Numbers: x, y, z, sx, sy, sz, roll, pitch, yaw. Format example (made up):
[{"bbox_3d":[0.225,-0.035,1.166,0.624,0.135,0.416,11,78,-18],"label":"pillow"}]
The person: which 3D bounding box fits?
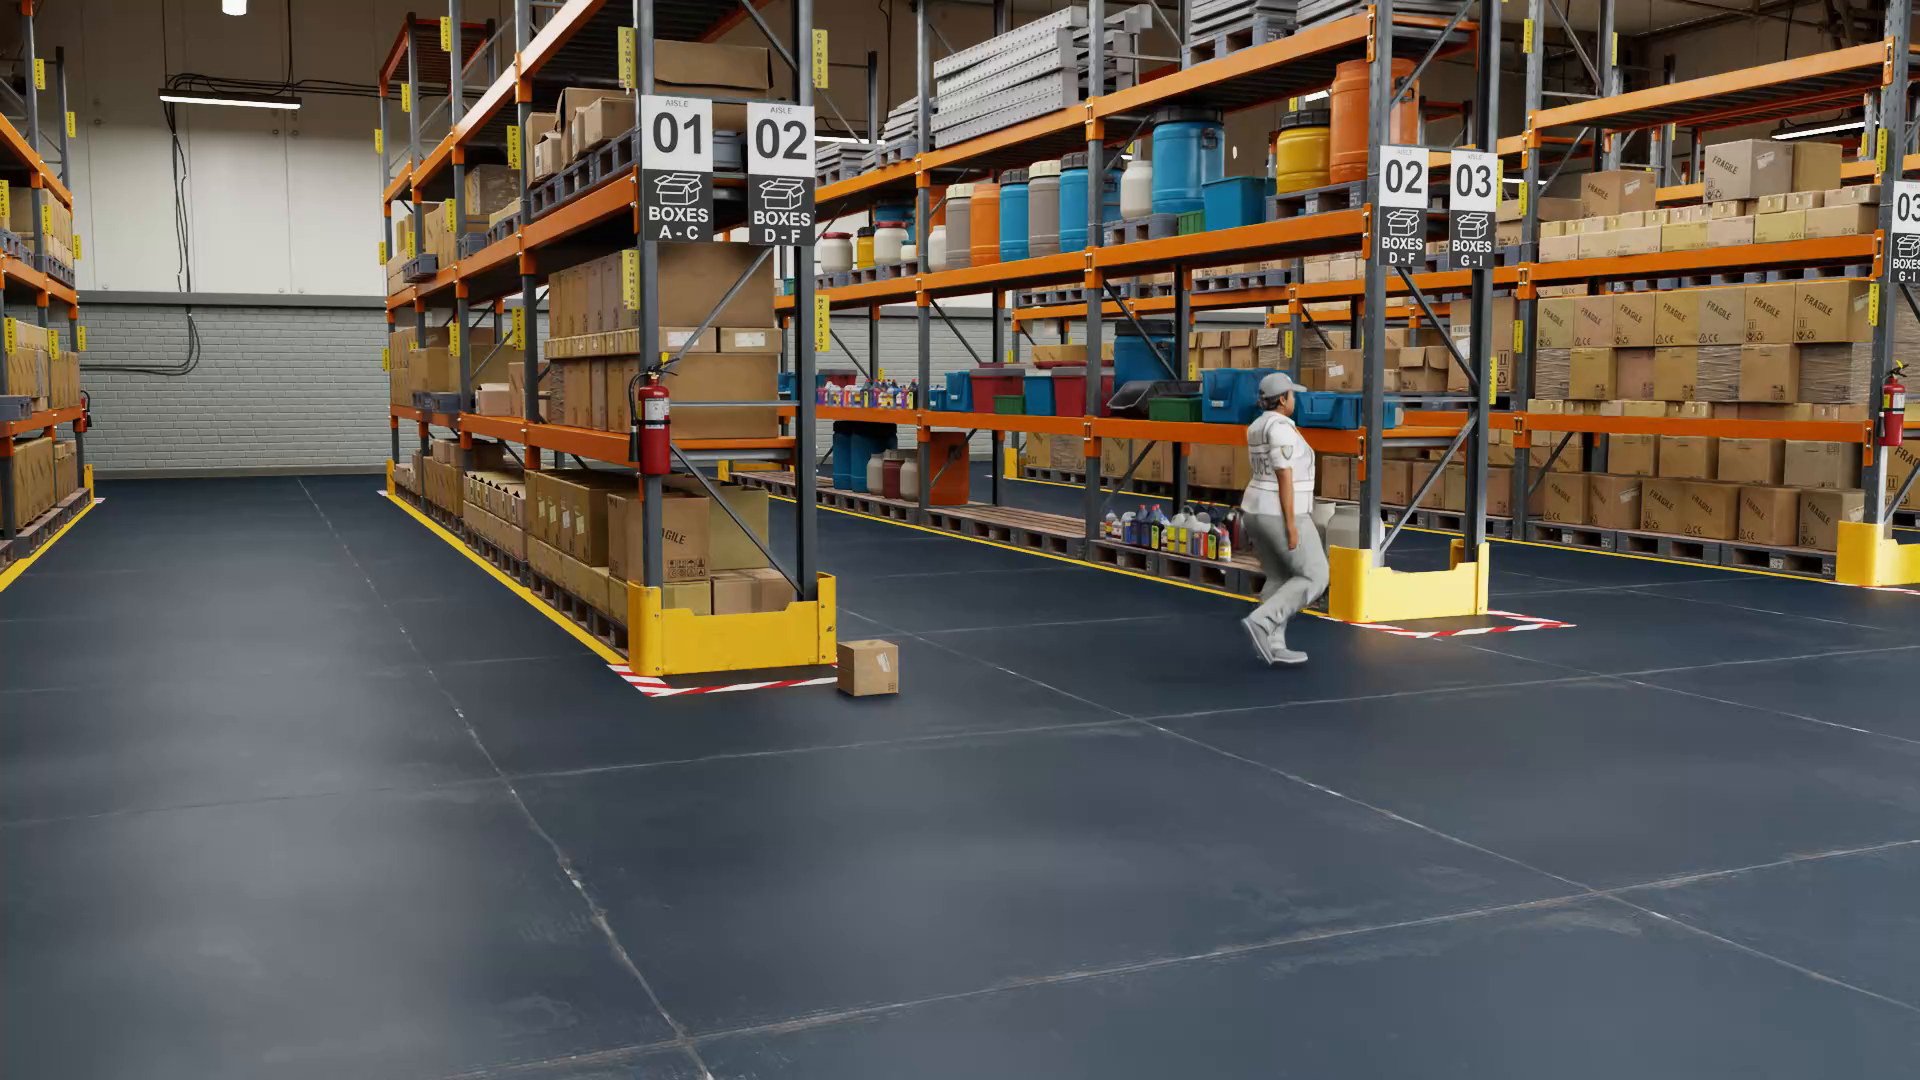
[{"bbox_3d":[1.794,-0.117,9.414,0.482,1.656,0.496,-1,6,-11],"label":"person"}]
